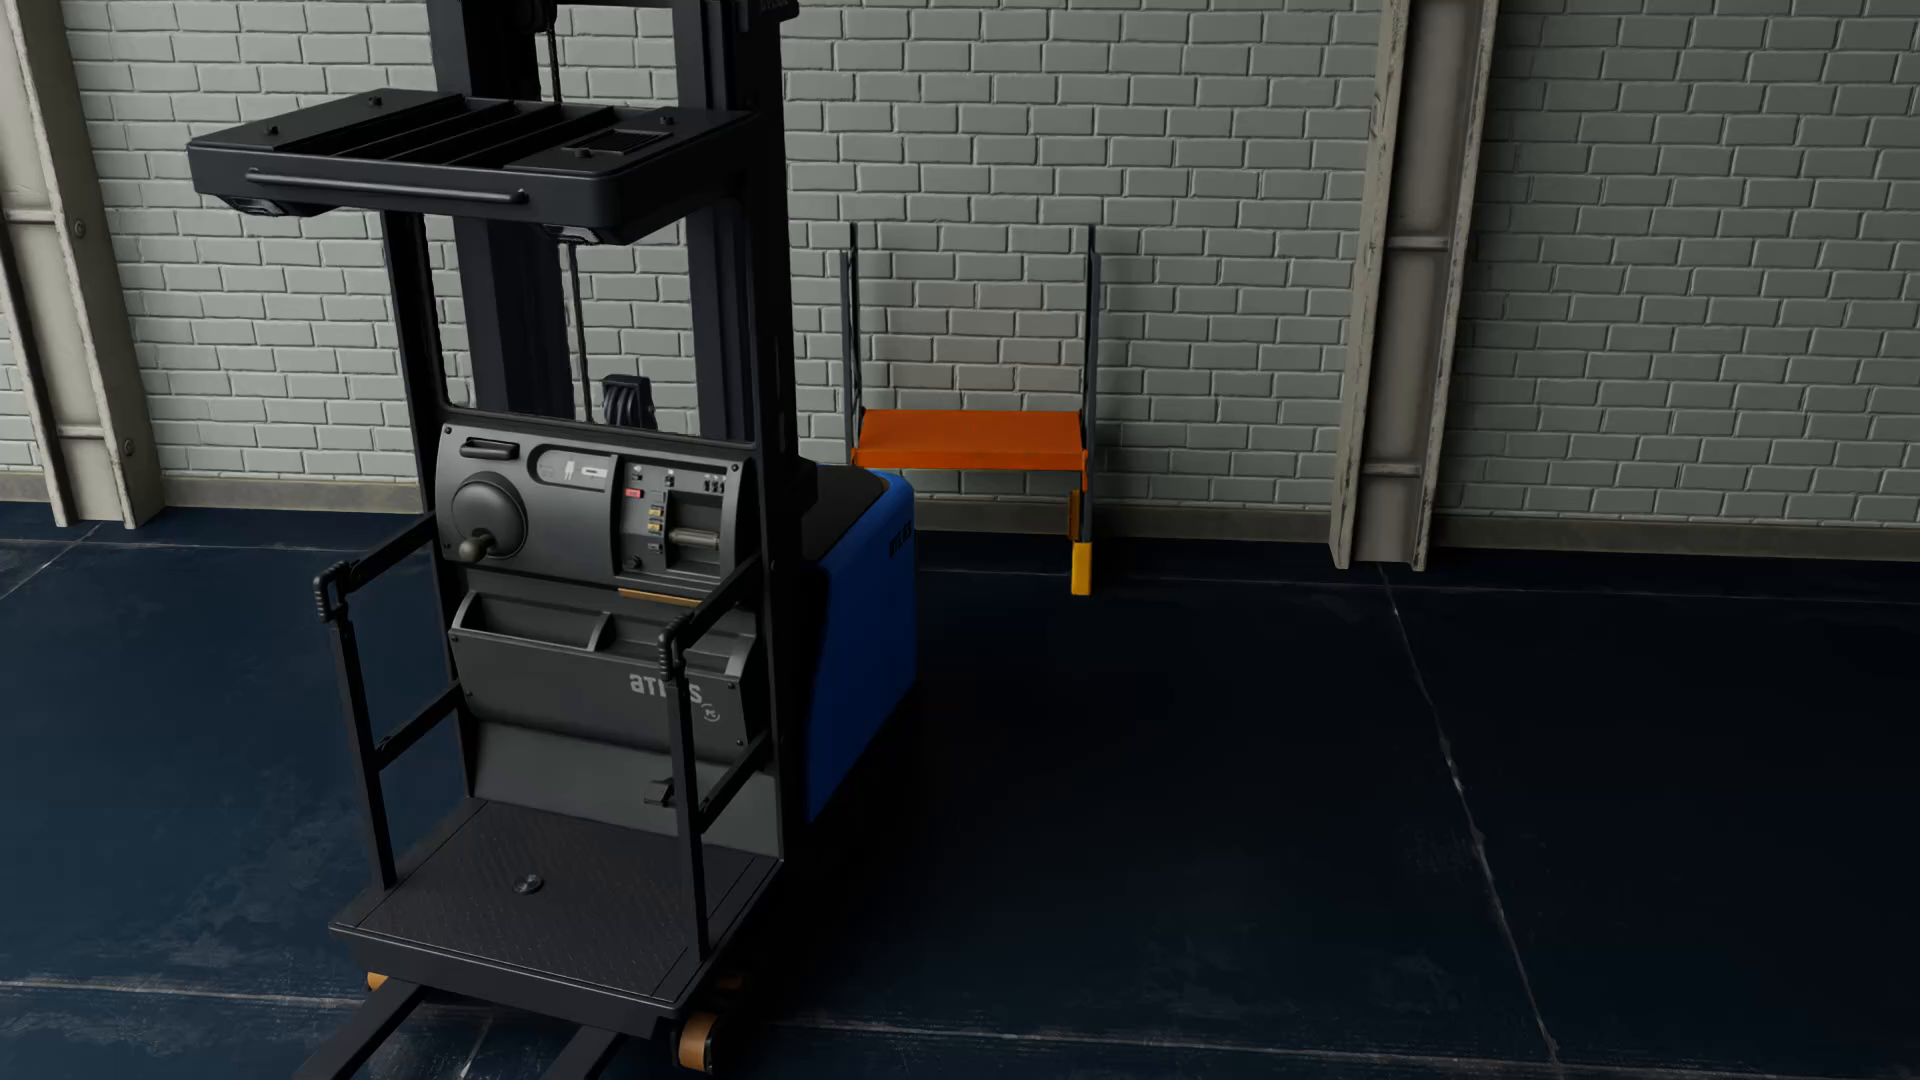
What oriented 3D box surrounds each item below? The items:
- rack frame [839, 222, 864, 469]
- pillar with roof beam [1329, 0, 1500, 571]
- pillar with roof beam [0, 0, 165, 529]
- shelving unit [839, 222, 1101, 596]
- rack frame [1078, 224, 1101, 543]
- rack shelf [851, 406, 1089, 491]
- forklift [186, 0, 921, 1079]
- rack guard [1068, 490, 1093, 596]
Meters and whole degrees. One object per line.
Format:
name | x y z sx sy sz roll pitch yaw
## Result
rack frame | -0.461 -0.573 7.201 0.032 1.500 0.500 1 25 1
pillar with roof beam | 1.571 -2.224 1.818 0.400 9.000 9.100 2 25 4
pillar with roof beam | -4.411 -2.416 2.235 0.400 9.000 9.100 2 25 4
shelving unit | 0.038 -0.567 7.189 1.083 1.500 0.587 1 25 1
rack frame | 0.555 -0.561 7.176 0.032 1.500 0.500 1 25 1
rack shelf | 0.047 -0.404 7.264 1.000 0.185 0.538 1 25 1
forklift | -1.087 -0.060 4.373 1.130 2.935 3.031 8 26 17
rack guard | 0.536 0.006 7.438 0.087 0.250 0.587 1 25 1
